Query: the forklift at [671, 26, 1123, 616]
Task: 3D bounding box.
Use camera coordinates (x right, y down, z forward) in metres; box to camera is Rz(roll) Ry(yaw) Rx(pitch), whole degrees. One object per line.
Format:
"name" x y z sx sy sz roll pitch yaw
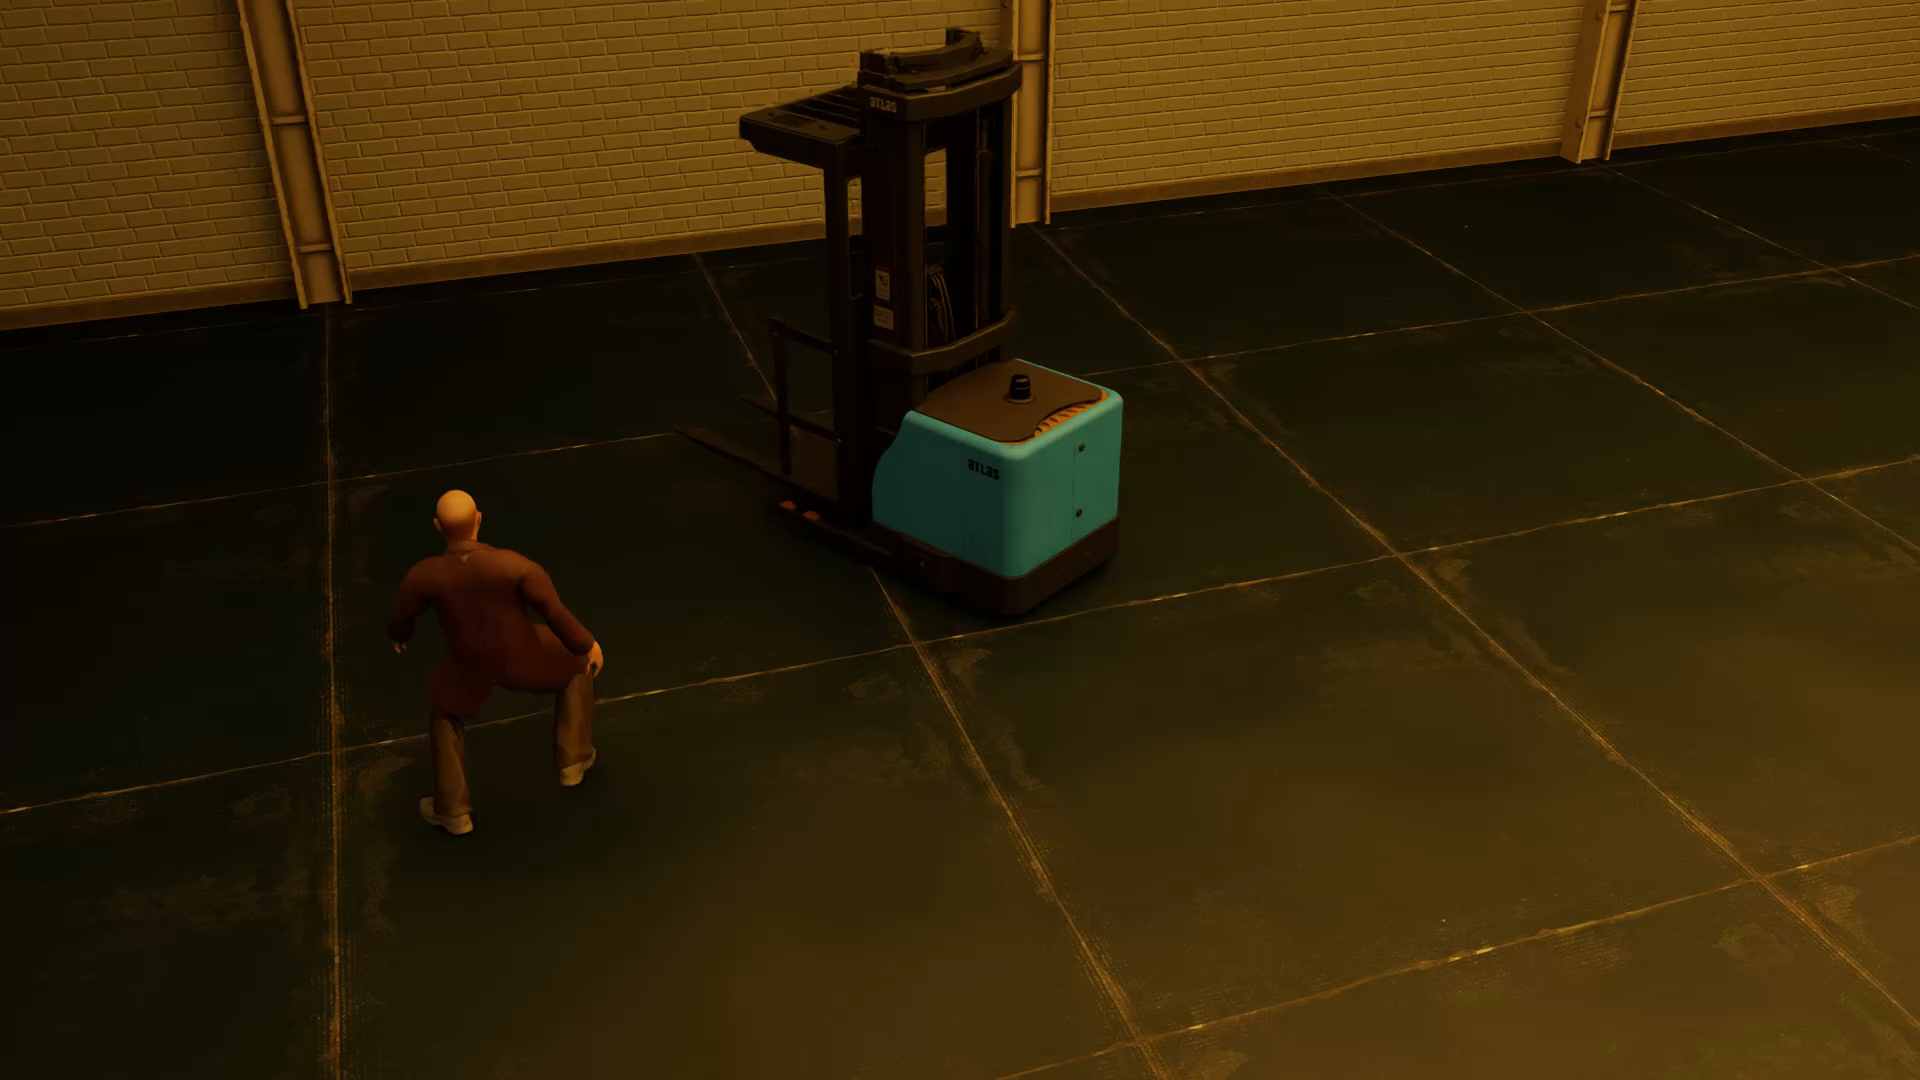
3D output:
"forklift" -0.520 -1.457 9.619 3.031 2.935 1.130 23 37 34

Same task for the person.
"person" -2.121 0.503 7.528 0.987 1.656 0.666 0 30 0
